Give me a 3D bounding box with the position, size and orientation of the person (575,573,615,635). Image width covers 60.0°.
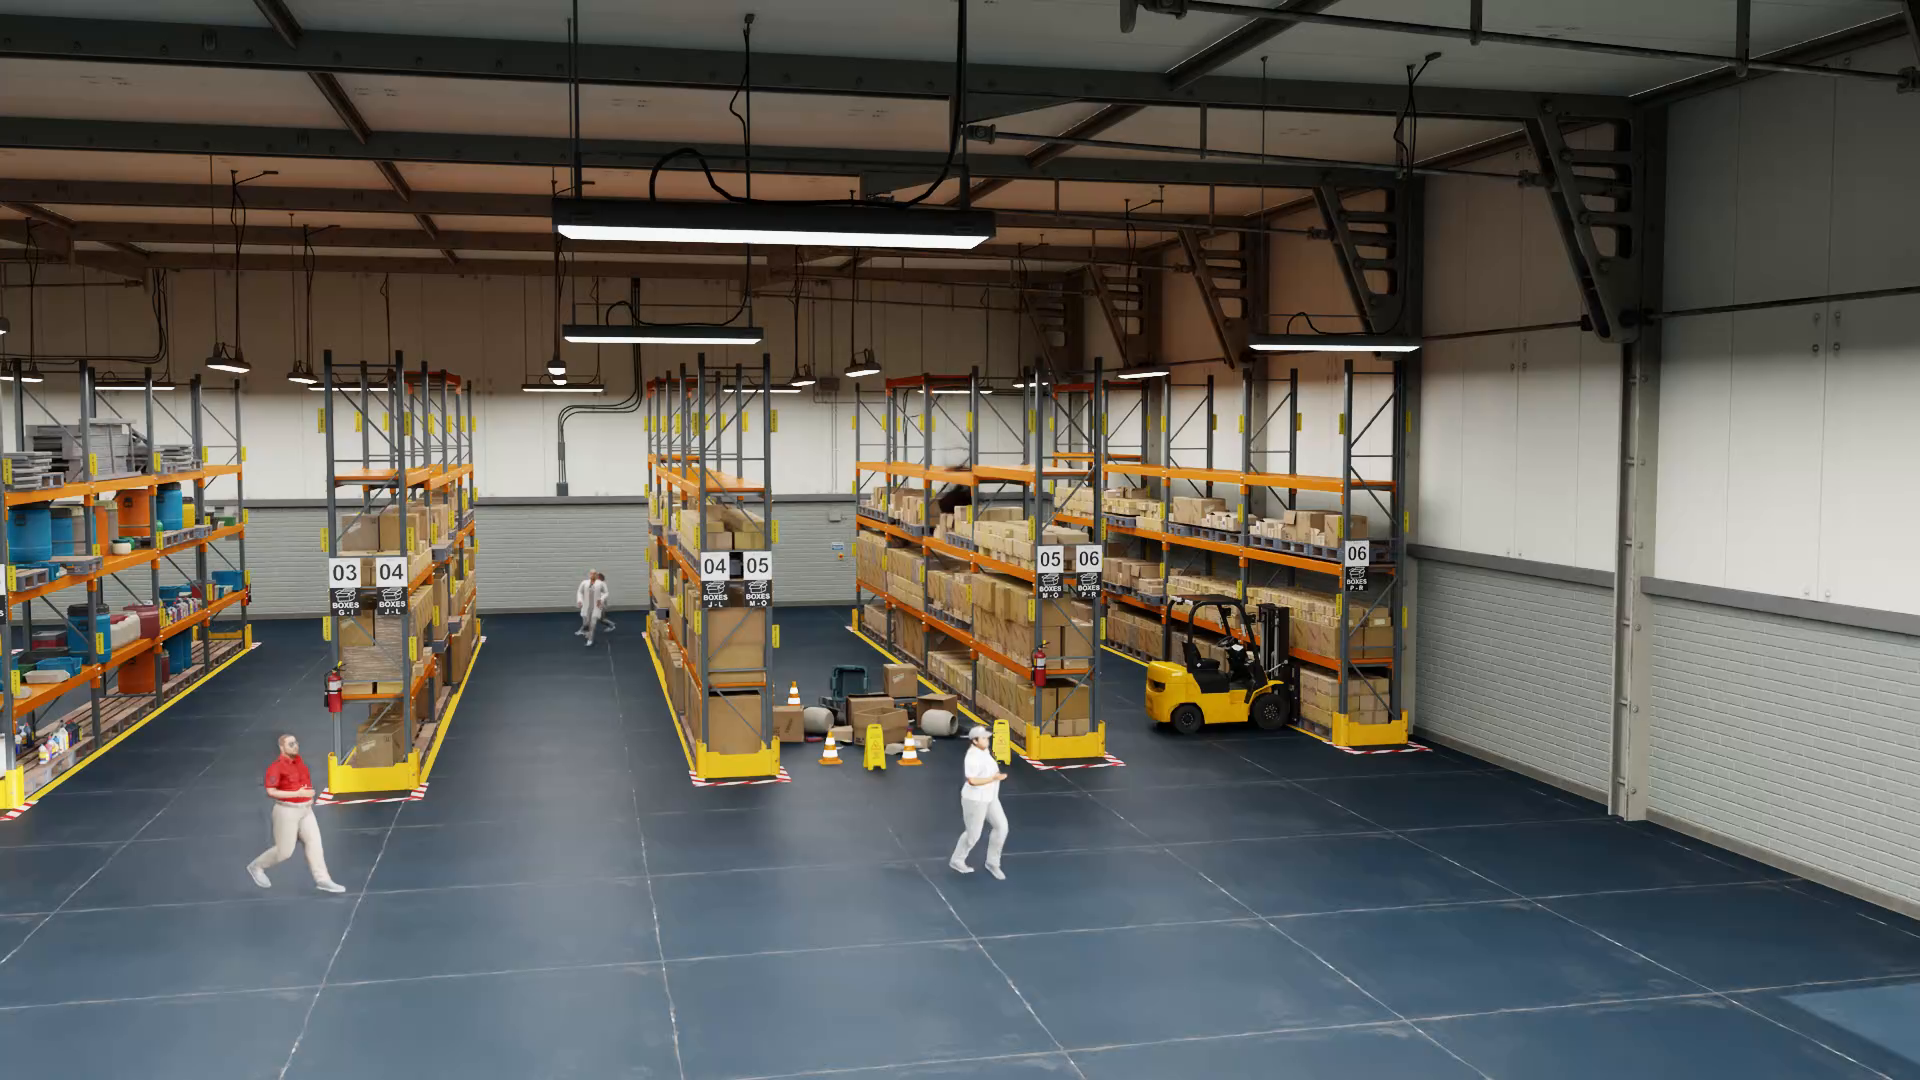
[{"bbox_3d":[-8.589,1.519,39.488,0.977,1.455,0.626,-4,5,-43],"label":"person"}]

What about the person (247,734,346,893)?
[{"bbox_3d":[-7.054,2.897,17.647,1.074,1.689,0.676,1,4,16],"label":"person"}]

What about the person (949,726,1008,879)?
[{"bbox_3d":[0.224,2.905,18.321,0.701,1.725,0.584,2,5,28],"label":"person"}]

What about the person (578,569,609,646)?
[{"bbox_3d":[-8.340,1.524,37.794,0.724,1.725,0.653,0,4,-3],"label":"person"}]
